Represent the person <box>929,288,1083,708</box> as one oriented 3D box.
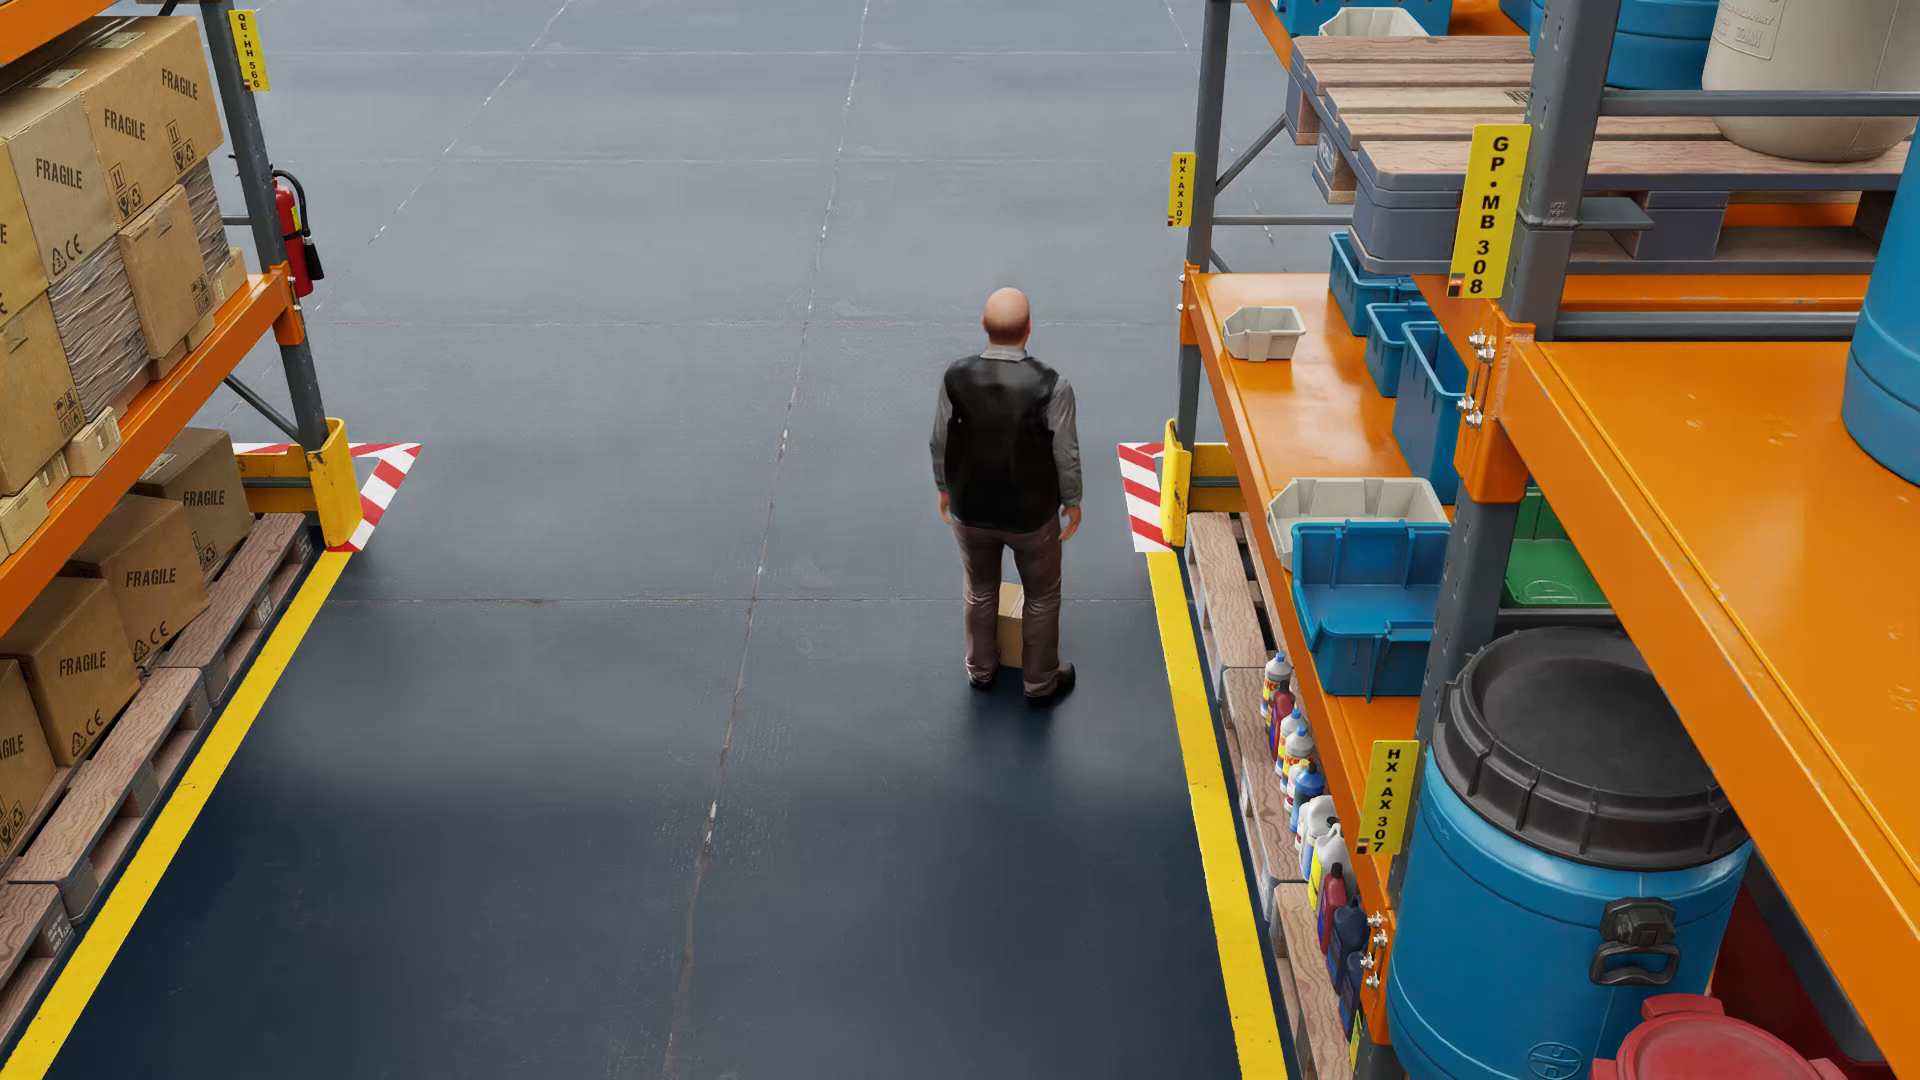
[{"bbox_3d":[0.180,-0.137,6.383,0.582,1.720,0.473,8,32,14],"label":"person"}]
